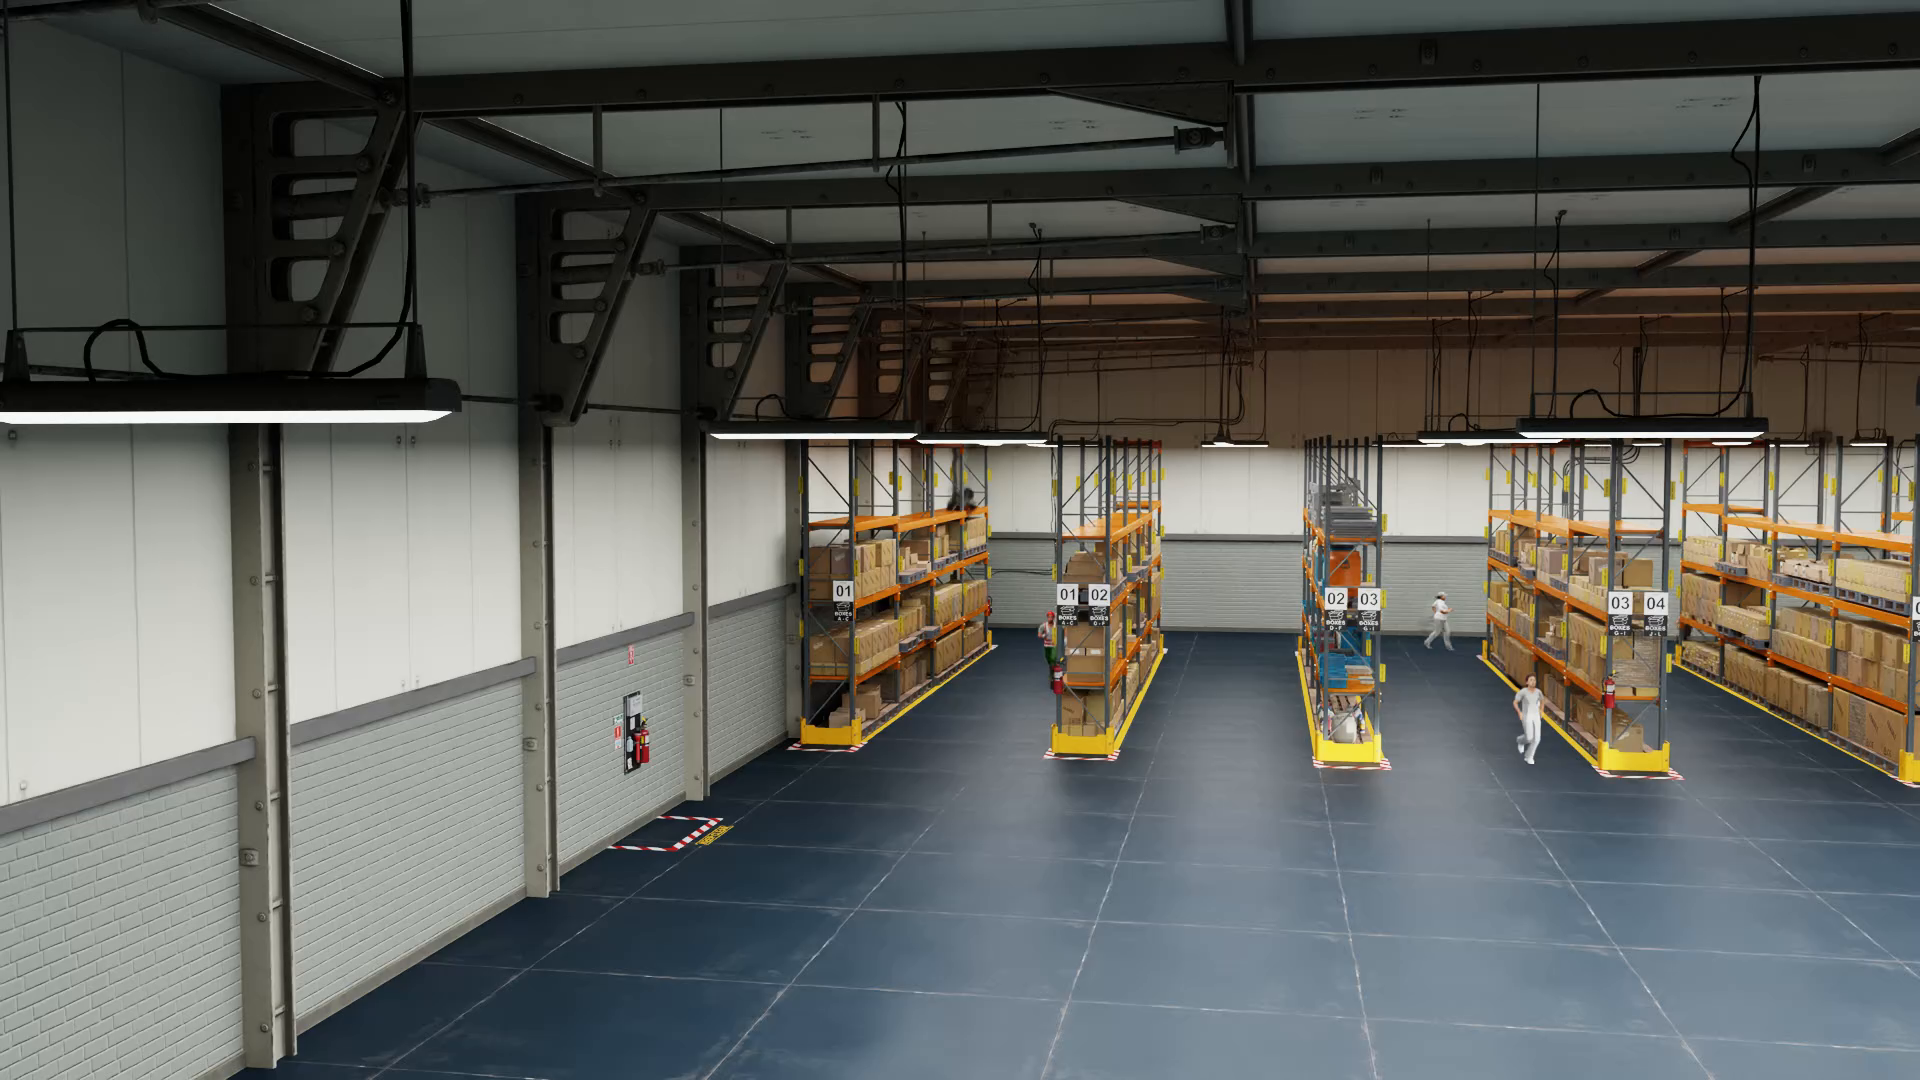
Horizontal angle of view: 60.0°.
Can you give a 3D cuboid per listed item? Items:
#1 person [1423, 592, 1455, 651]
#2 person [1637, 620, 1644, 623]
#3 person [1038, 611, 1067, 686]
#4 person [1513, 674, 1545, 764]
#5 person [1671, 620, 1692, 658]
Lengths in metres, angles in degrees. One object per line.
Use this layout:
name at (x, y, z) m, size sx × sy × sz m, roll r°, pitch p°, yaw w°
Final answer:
person at (13.693, 2.325, 47.431) m, size 0.835 × 1.713 × 0.591 m, roll 1°, pitch 3°, yaw 20°
person at (17.868, 2.533, 44.194) m, size 0.612 × 1.596 × 0.524 m, roll 2°, pitch 4°, yaw 30°
person at (2.258, 2.636, 40.687) m, size 0.693 × 1.818 × 0.864 m, roll 1°, pitch 3°, yaw 13°
person at (10.453, 3.267, 30.525) m, size 0.567 × 1.627 × 0.567 m, roll 0°, pitch 3°, yaw -4°
person at (19.926, 2.399, 45.619) m, size 0.829 × 1.759 × 0.758 m, roll 2°, pitch 4°, yaw 31°
